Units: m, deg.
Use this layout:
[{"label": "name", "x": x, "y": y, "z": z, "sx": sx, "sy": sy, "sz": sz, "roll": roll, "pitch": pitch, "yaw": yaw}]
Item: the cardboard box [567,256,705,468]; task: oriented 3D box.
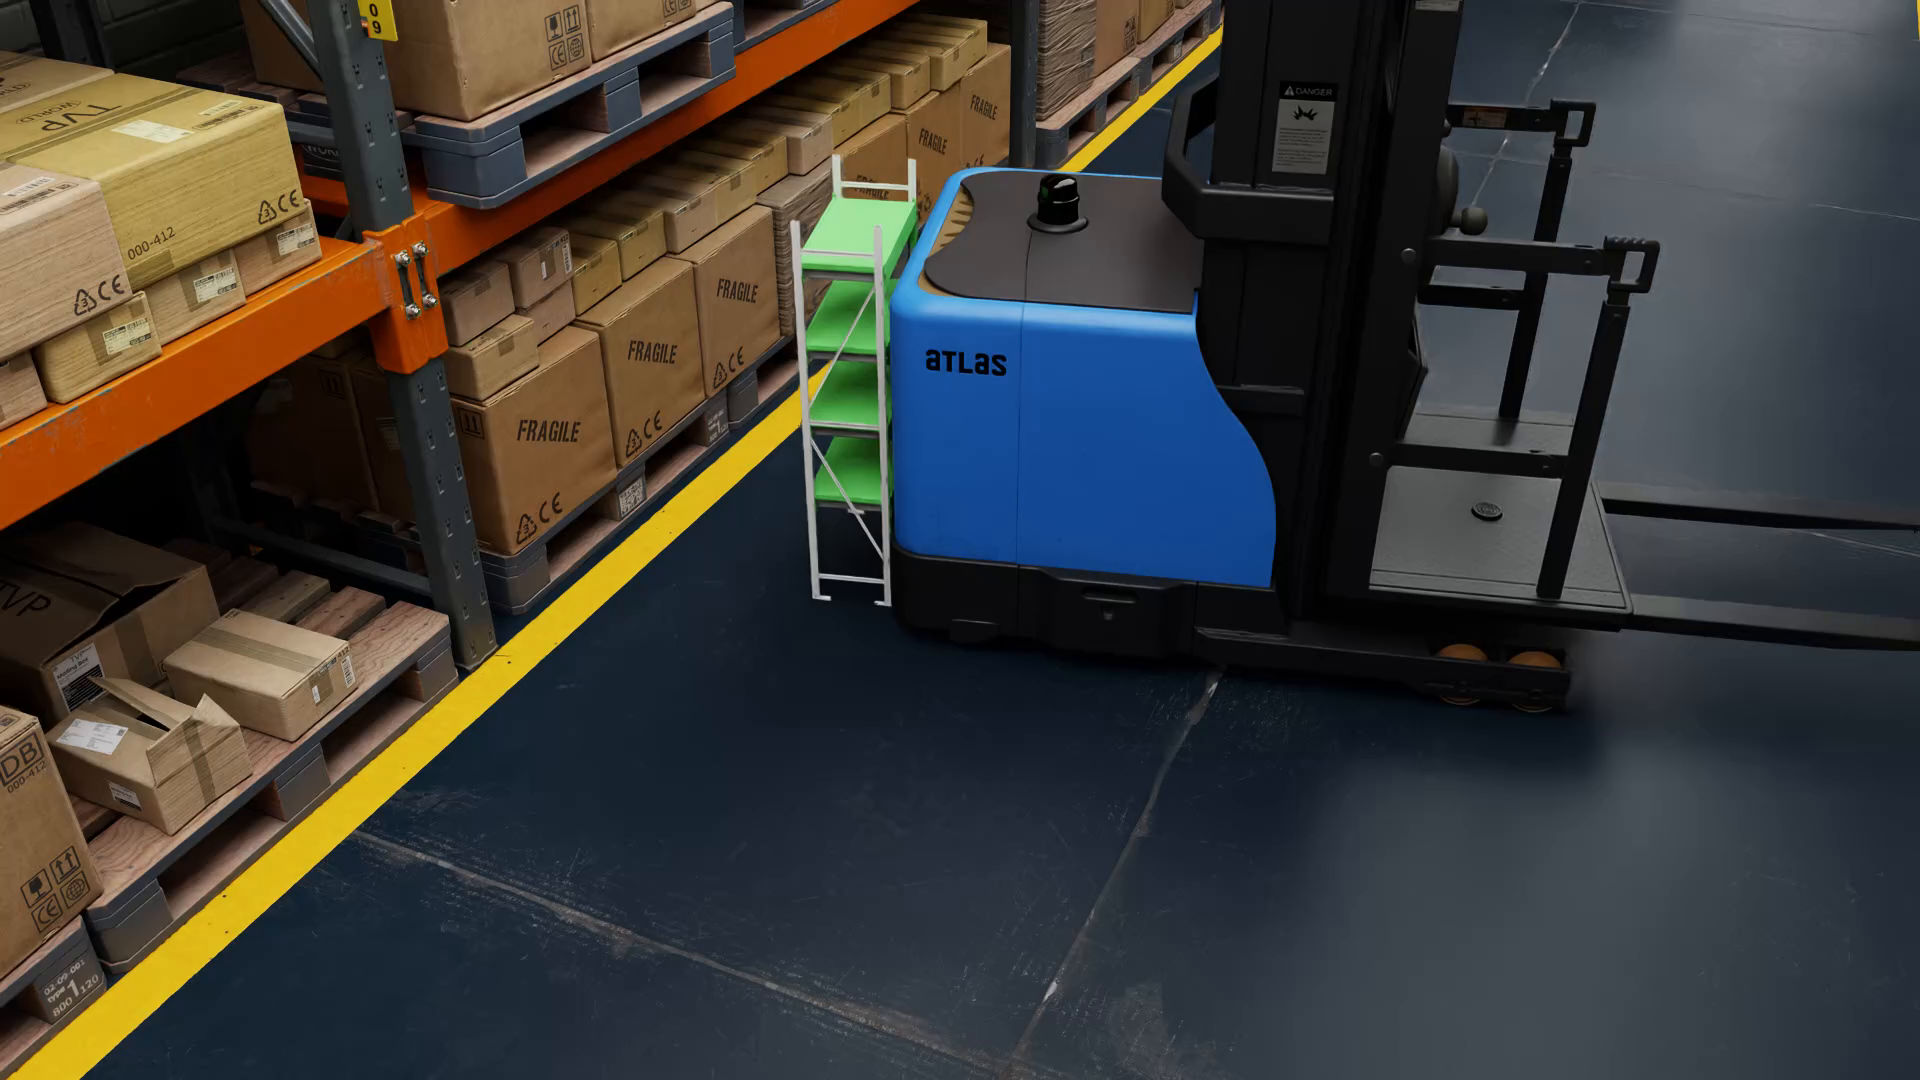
[{"label": "cardboard box", "x": -1.182, "y": -0.611, "z": 5.342, "sx": 0.500, "sy": 0.500, "sz": 0.500, "roll": 14, "pitch": 36, "yaw": 20}]

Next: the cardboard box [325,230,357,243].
[{"label": "cardboard box", "x": -1.805, "y": -0.807, "z": 5.050, "sx": 0.380, "sy": 0.149, "sz": 0.250, "roll": 14, "pitch": 36, "yaw": 21}]

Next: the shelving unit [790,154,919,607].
[{"label": "shelving unit", "x": -0.283, "y": -0.450, "z": 4.842, "sx": 0.258, "sy": 1.200, "sz": 0.503, "roll": 5, "pitch": 34, "yaw": 8}]

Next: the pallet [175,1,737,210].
[{"label": "pallet", "x": -1.369, "y": -1.316, "z": 4.697, "sx": 1.003, "sy": 0.211, "sz": 1.213, "roll": 14, "pitch": 36, "yaw": 20}]

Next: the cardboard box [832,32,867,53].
[{"label": "cardboard box", "x": -0.630, "y": -2.229, "z": 7.219, "sx": 0.380, "sy": 0.149, "sz": 0.250, "roll": 16, "pitch": 37, "yaw": 23}]

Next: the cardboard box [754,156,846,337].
[{"label": "cardboard box", "x": -0.746, "y": -1.115, "z": 6.112, "sx": 0.500, "sy": 0.500, "sz": 0.500, "roll": 13, "pitch": 35, "yaw": 19}]

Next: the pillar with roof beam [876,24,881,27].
[{"label": "pillar with roof beam", "x": 3.508, "y": -5.393, "z": 5.268, "sx": 9.100, "sy": 9.000, "sz": 0.400, "roll": 14, "pitch": 36, "yaw": 20}]

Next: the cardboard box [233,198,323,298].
[{"label": "cardboard box", "x": -1.706, "y": -0.702, "z": 3.814, "sx": 0.380, "sy": 0.149, "sz": 0.250, "roll": 15, "pitch": 36, "yaw": 21}]

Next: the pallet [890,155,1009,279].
[{"label": "pallet", "x": -0.475, "y": -1.487, "z": 7.325, "sx": 1.003, "sy": 0.211, "sz": 1.213, "roll": 14, "pitch": 36, "yaw": 20}]

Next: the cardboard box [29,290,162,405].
[{"label": "cardboard box", "x": -1.882, "y": -0.432, "z": 3.403, "sx": 0.380, "sy": 0.149, "sz": 0.250, "roll": 15, "pitch": 36, "yaw": 22}]

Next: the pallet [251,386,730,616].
[{"label": "pallet", "x": -1.496, "y": -0.271, "z": 5.471, "sx": 1.003, "sy": 0.211, "sz": 1.213, "roll": 14, "pitch": 36, "yaw": 20}]

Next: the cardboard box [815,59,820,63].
[{"label": "cardboard box", "x": -0.797, "y": -1.961, "z": 6.810, "sx": 0.380, "sy": 0.149, "sz": 0.250, "roll": 15, "pitch": 36, "yaw": 21}]

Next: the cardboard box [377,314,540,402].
[{"label": "cardboard box", "x": -1.410, "y": -0.543, "z": 4.647, "sx": 0.380, "sy": 0.149, "sz": 0.250, "roll": 16, "pitch": 36, "yaw": 23}]

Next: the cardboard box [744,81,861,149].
[{"label": "cardboard box", "x": -0.597, "y": -1.604, "z": 6.265, "sx": 0.380, "sy": 0.149, "sz": 0.250, "roll": 14, "pitch": 36, "yaw": 20}]

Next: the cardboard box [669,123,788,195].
[{"label": "cardboard box", "x": -0.835, "y": -1.349, "z": 5.876, "sx": 0.380, "sy": 0.149, "sz": 0.250, "roll": 14, "pitch": 36, "yaw": 21}]

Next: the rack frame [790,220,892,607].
[{"label": "rack frame", "x": -0.321, "y": -0.318, "z": 4.641, "sx": 0.240, "sy": 1.200, "sz": 0.015, "roll": 5, "pitch": 34, "yaw": 8}]

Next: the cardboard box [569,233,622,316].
[{"label": "cardboard box", "x": -1.268, "y": -0.829, "z": 5.084, "sx": 0.380, "sy": 0.149, "sz": 0.250, "roll": 12, "pitch": 35, "yaw": 18}]

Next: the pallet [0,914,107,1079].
[{"label": "pallet", "x": -2.599, "y": 1.094, "z": 3.389, "sx": 1.003, "sy": 0.211, "sz": 1.213, "roll": 14, "pitch": 36, "yaw": 20}]

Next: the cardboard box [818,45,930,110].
[{"label": "cardboard box", "x": -0.341, "y": -1.849, "z": 6.640, "sx": 0.380, "sy": 0.149, "sz": 0.250, "roll": 13, "pitch": 35, "yaw": 19}]

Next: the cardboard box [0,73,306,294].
[{"label": "cardboard box", "x": -1.794, "y": -0.776, "z": 3.563, "sx": 0.500, "sy": 0.250, "sz": 0.500, "roll": 15, "pitch": 36, "yaw": 22}]

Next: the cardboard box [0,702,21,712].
[{"label": "cardboard box", "x": -2.475, "y": 0.484, "z": 3.994, "sx": 0.380, "sy": 0.149, "sz": 0.250, "roll": 14, "pitch": 36, "yaw": 20}]

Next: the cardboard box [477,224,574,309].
[{"label": "cardboard box", "x": -1.345, "y": -0.808, "z": 4.780, "sx": 0.380, "sy": 0.149, "sz": 0.250, "roll": 12, "pitch": 35, "yaw": 18}]

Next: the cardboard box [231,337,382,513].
[{"label": "cardboard box", "x": -1.865, "y": -0.466, "z": 5.122, "sx": 0.500, "sy": 0.500, "sz": 0.500, "roll": 14, "pitch": 36, "yaw": 20}]

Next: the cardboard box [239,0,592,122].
[{"label": "cardboard box", "x": -1.397, "y": -1.431, "z": 4.222, "sx": 0.700, "sy": 0.500, "sz": 0.500, "roll": 15, "pitch": 36, "yaw": 22}]

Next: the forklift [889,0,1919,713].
[{"label": "forklift", "x": 1.368, "y": -1.071, "z": 4.210, "sx": 3.031, "sy": 2.935, "sz": 1.130, "roll": 5, "pitch": 34, "yaw": 8}]

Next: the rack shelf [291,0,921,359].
[{"label": "rack shelf", "x": -0.965, "y": -1.719, "z": 5.792, "sx": 1.077, "sy": 0.370, "sz": 4.000, "roll": 14, "pitch": 36, "yaw": 20}]

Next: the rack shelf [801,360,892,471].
[{"label": "rack shelf", "x": -0.283, "y": -0.397, "z": 4.877, "sx": 0.258, "sy": 0.148, "sz": 0.480, "roll": 5, "pitch": 34, "yaw": 8}]

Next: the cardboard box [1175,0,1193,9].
[{"label": "cardboard box", "x": 1.005, "y": -3.543, "z": 9.701, "sx": 0.875, "sy": 0.625, "sz": 0.625, "roll": 14, "pitch": 36, "yaw": 20}]

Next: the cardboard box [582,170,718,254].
[{"label": "cardboard box", "x": -1.027, "y": -1.084, "z": 5.473, "sx": 0.380, "sy": 0.149, "sz": 0.250, "roll": 14, "pitch": 36, "yaw": 20}]

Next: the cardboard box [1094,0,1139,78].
[{"label": "cardboard box", "x": 0.411, "y": -2.833, "z": 8.618, "sx": 0.875, "sy": 0.625, "sz": 0.625, "roll": 15, "pitch": 36, "yaw": 22}]

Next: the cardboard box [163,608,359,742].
[{"label": "cardboard box", "x": -1.768, "y": 0.338, "z": 4.216, "sx": 0.380, "sy": 0.149, "sz": 0.250, "roll": 13, "pitch": 35, "yaw": 19}]

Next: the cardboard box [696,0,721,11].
[{"label": "cardboard box", "x": -0.872, "y": -1.747, "z": 4.918, "sx": 0.396, "sy": 0.266, "sz": 0.258, "roll": 16, "pitch": 36, "yaw": 23}]

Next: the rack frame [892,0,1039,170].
[{"label": "rack frame", "x": -0.129, "y": -3.016, "z": 7.114, "sx": 1.000, "sy": 3.000, "sz": 0.127, "roll": 14, "pitch": 36, "yaw": 20}]

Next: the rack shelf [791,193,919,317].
[{"label": "rack shelf", "x": -0.283, "y": -0.798, "z": 4.614, "sx": 0.258, "sy": 0.148, "sz": 0.480, "roll": 5, "pitch": 34, "yaw": 8}]

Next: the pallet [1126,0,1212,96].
[{"label": "pallet", "x": 0.763, "y": -2.856, "z": 9.413, "sx": 1.003, "sy": 0.211, "sz": 1.213, "roll": 14, "pitch": 36, "yaw": 20}]

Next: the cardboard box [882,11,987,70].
[{"label": "cardboard box", "x": -0.105, "y": -2.113, "z": 7.042, "sx": 0.380, "sy": 0.149, "sz": 0.250, "roll": 12, "pitch": 35, "yaw": 18}]

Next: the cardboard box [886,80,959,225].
[{"label": "cardboard box", "x": -0.329, "y": -1.639, "z": 6.911, "sx": 0.500, "sy": 0.500, "sz": 0.500, "roll": 14, "pitch": 36, "yaw": 20}]
